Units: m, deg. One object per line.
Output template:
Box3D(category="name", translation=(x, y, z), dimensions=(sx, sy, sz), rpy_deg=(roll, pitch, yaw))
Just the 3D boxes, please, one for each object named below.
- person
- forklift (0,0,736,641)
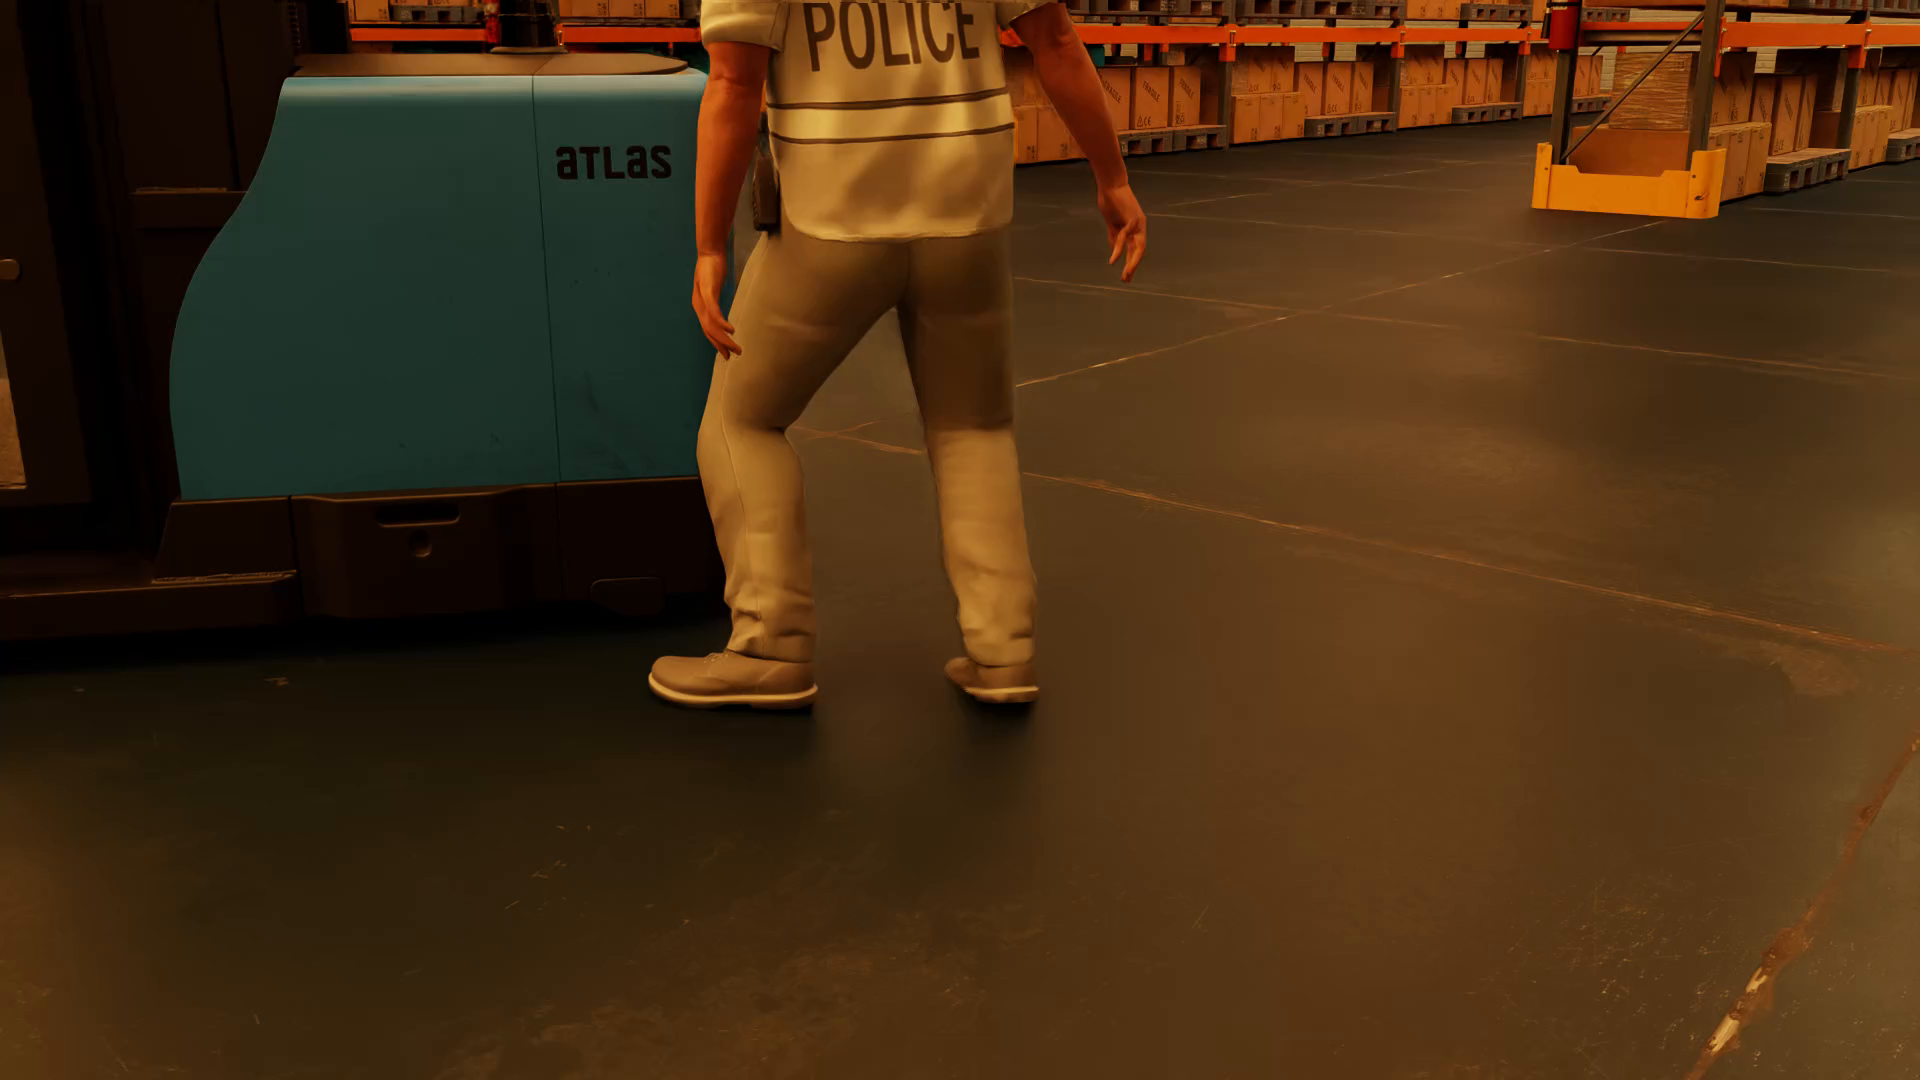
Box3D(category="person", translation=(-0.116, -0.525, 2.843), dimensions=(0.896, 1.733, 0.461), rpy_deg=(-5, 18, -15))
Box3D(category="forklift", translation=(-1.999, -1.298, 3.172), dimensions=(3.031, 2.935, 1.130), rpy_deg=(-3, 17, -11))
